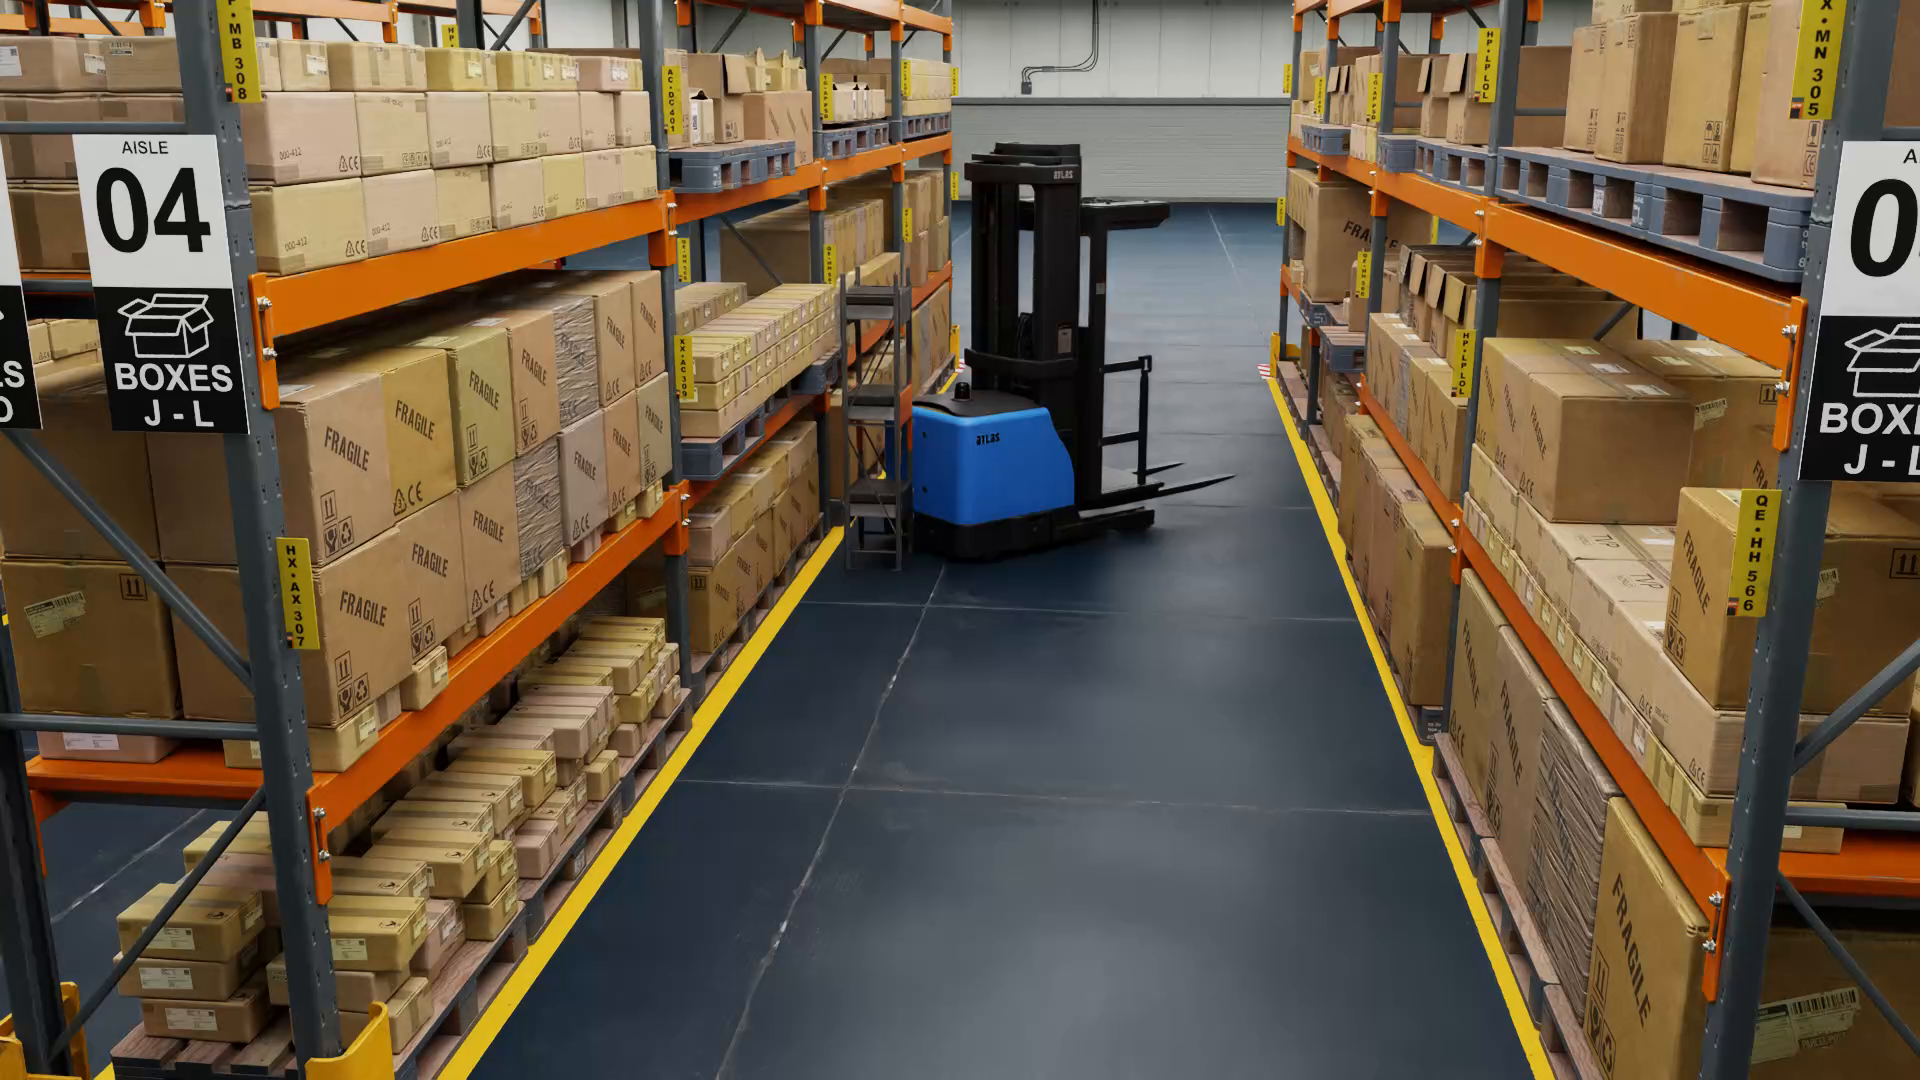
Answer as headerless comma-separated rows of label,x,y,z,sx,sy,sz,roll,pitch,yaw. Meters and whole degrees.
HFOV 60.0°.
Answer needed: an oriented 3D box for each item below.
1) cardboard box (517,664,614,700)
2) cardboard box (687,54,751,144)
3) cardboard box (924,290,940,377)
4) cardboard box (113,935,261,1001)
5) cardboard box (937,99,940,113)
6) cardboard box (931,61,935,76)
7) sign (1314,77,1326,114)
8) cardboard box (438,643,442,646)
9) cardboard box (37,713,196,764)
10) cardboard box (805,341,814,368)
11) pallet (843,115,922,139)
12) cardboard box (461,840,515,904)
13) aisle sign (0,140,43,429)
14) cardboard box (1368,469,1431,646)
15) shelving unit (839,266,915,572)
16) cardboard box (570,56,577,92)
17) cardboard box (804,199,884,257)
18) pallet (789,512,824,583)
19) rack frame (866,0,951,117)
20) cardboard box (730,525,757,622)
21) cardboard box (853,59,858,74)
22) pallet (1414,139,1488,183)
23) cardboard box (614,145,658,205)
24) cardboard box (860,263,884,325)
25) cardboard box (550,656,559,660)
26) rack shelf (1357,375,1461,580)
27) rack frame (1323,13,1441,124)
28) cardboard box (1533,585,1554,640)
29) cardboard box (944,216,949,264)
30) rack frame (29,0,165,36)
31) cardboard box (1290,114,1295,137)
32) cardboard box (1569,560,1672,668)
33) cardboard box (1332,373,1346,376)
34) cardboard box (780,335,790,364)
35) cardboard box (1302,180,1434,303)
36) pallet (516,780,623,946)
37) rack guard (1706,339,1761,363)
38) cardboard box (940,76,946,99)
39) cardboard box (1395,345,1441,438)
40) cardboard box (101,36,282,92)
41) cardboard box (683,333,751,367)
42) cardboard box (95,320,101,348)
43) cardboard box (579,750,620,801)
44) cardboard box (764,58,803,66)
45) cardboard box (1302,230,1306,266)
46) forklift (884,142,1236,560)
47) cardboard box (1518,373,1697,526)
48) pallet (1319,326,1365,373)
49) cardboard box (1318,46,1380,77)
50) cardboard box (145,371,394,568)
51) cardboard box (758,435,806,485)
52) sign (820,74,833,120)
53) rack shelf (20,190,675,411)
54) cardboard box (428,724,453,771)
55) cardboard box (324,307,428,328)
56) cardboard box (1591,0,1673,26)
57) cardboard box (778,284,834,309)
cardboard box,-1.858,0.701,7.842,0.380,0.149,0.250,2,15,8
cardboard box,-1.655,-2.580,9.709,0.797,0.503,0.637,1,15,6
cardboard box,-0.713,-2.366,18.932,0.875,0.875,0.875,1,15,5
cardboard box,-2.635,1.439,5.680,0.380,0.149,0.250,1,15,5
cardboard box,-0.421,-4.813,18.452,0.380,0.149,0.250,1,15,5
cardboard box,-0.478,-5.065,17.857,0.380,0.149,0.250,2,15,7
sign,3.320,-4.097,15.330,0.100,0.325,0.005,2,15,6
cardboard box,-2.084,0.395,5.937,0.380,0.149,0.250,2,15,9
cardboard box,-2.655,0.583,5.241,0.380,0.149,0.250,2,15,6
cardboard box,-1.197,-1.265,11.269,0.380,0.149,0.250,1,15,6
pallet,-0.954,-4.175,16.778,1.003,0.211,1.213,2,15,6
cardboard box,-1.933,1.257,6.353,0.380,0.149,0.250,2,15,8
aisle sign,-2.717,-0.690,4.488,0.394,0.787,0.004,2,15,6
cardboard box,3.110,0.114,9.760,1.225,0.875,0.875,1,15,4
shelving unit,-0.582,-0.859,11.815,0.431,2.100,0.503,2,15,8
cardboard box,-1.875,-2.005,7.149,0.380,0.149,0.250,2,15,8
cardboard box,-1.107,-2.960,15.754,0.700,0.500,0.500,1,15,5
pallet,-1.598,0.028,12.152,1.003,0.211,1.213,2,15,6
rack frame,-0.605,-6.491,19.428,1.000,3.000,0.127,2,15,6
cardboard box,-1.554,0.200,10.160,0.500,0.500,0.500,2,15,9
cardboard box,-1.246,-4.820,16.952,0.380,0.149,0.250,2,15,7
pallet,3.266,-2.246,9.837,1.003,0.211,1.213,2,15,9
cardboard box,-1.746,-1.723,7.829,0.500,0.250,0.500,2,15,8
cardboard box,-0.964,-2.201,14.862,0.500,0.500,0.500,2,15,7
cardboard box,-2.318,0.632,8.667,0.380,0.149,0.250,2,15,9
rack shelf,3.183,-0.482,10.076,1.077,0.370,4.000,2,15,6
rack frame,3.860,-5.281,14.954,1.000,3.000,0.127,2,15,6
cardboard box,2.419,0.282,6.354,0.380,0.149,0.250,1,15,5
cardboard box,-0.602,-3.570,19.831,0.875,0.550,0.550,2,15,6
rack frame,-6.438,-4.536,12.197,1.000,3.000,0.127,2,15,6
cardboard box,4.000,-4.681,18.768,0.500,0.250,0.500,2,15,8
cardboard box,2.412,0.259,5.676,0.500,0.250,0.500,1,15,4
cardboard box,3.945,-1.484,16.388,0.500,0.500,0.500,1,15,5
cardboard box,-1.283,-1.202,10.468,0.380,0.149,0.250,1,15,5
cardboard box,3.631,-2.676,14.857,1.000,1.000,1.000,2,15,7
pallet,-2.135,1.356,7.244,1.003,0.211,1.213,2,15,6
rack guard,9.271,-2.049,19.283,1.175,0.500,0.348,2,15,6
cardboard box,-0.440,-5.100,18.753,0.500,0.250,0.500,2,15,6
cardboard box,2.915,-0.882,9.985,0.500,0.500,0.500,2,15,6
cardboard box,-2.148,-1.332,4.661,0.380,0.149,0.250,2,15,6
cardboard box,-1.401,-1.079,9.443,0.380,0.149,0.250,2,15,7
cardboard box,-6.294,-1.543,11.950,0.500,0.250,0.500,1,15,5
cardboard box,-1.782,1.071,7.612,0.380,0.149,0.250,2,15,6
cardboard box,-1.590,-3.727,13.763,0.500,0.500,0.500,2,15,6
cardboard box,4.186,-3.211,18.030,0.875,0.500,0.500,2,15,6
forklift,0.893,-1.558,12.808,3.031,2.935,1.130,-12,19,-37
cardboard box,2.532,-0.364,6.544,0.500,0.500,0.500,1,15,4
pallet,3.383,-1.443,12.621,1.213,0.211,1.003,2,15,6
cardboard box,3.658,-4.391,15.688,0.500,0.500,0.500,1,15,5
cardboard box,-2.096,-0.229,5.084,0.500,0.500,0.500,2,15,6
cardboard box,-1.371,-0.562,11.541,0.500,0.250,0.500,2,15,7
sign,-0.969,-3.201,12.018,0.100,0.325,0.005,2,15,6
rack shelf,-2.185,-1.065,6.485,1.077,0.370,4.000,2,15,6
cardboard box,-2.406,0.891,7.137,0.380,0.149,0.250,2,15,7
cardboard box,-2.443,-0.650,6.641,0.500,0.500,0.500,1,15,4
cardboard box,2.845,-2.176,6.592,0.500,0.250,0.500,1,15,3
cardboard box,-1.108,-1.748,11.918,0.380,0.149,0.250,1,15,4
